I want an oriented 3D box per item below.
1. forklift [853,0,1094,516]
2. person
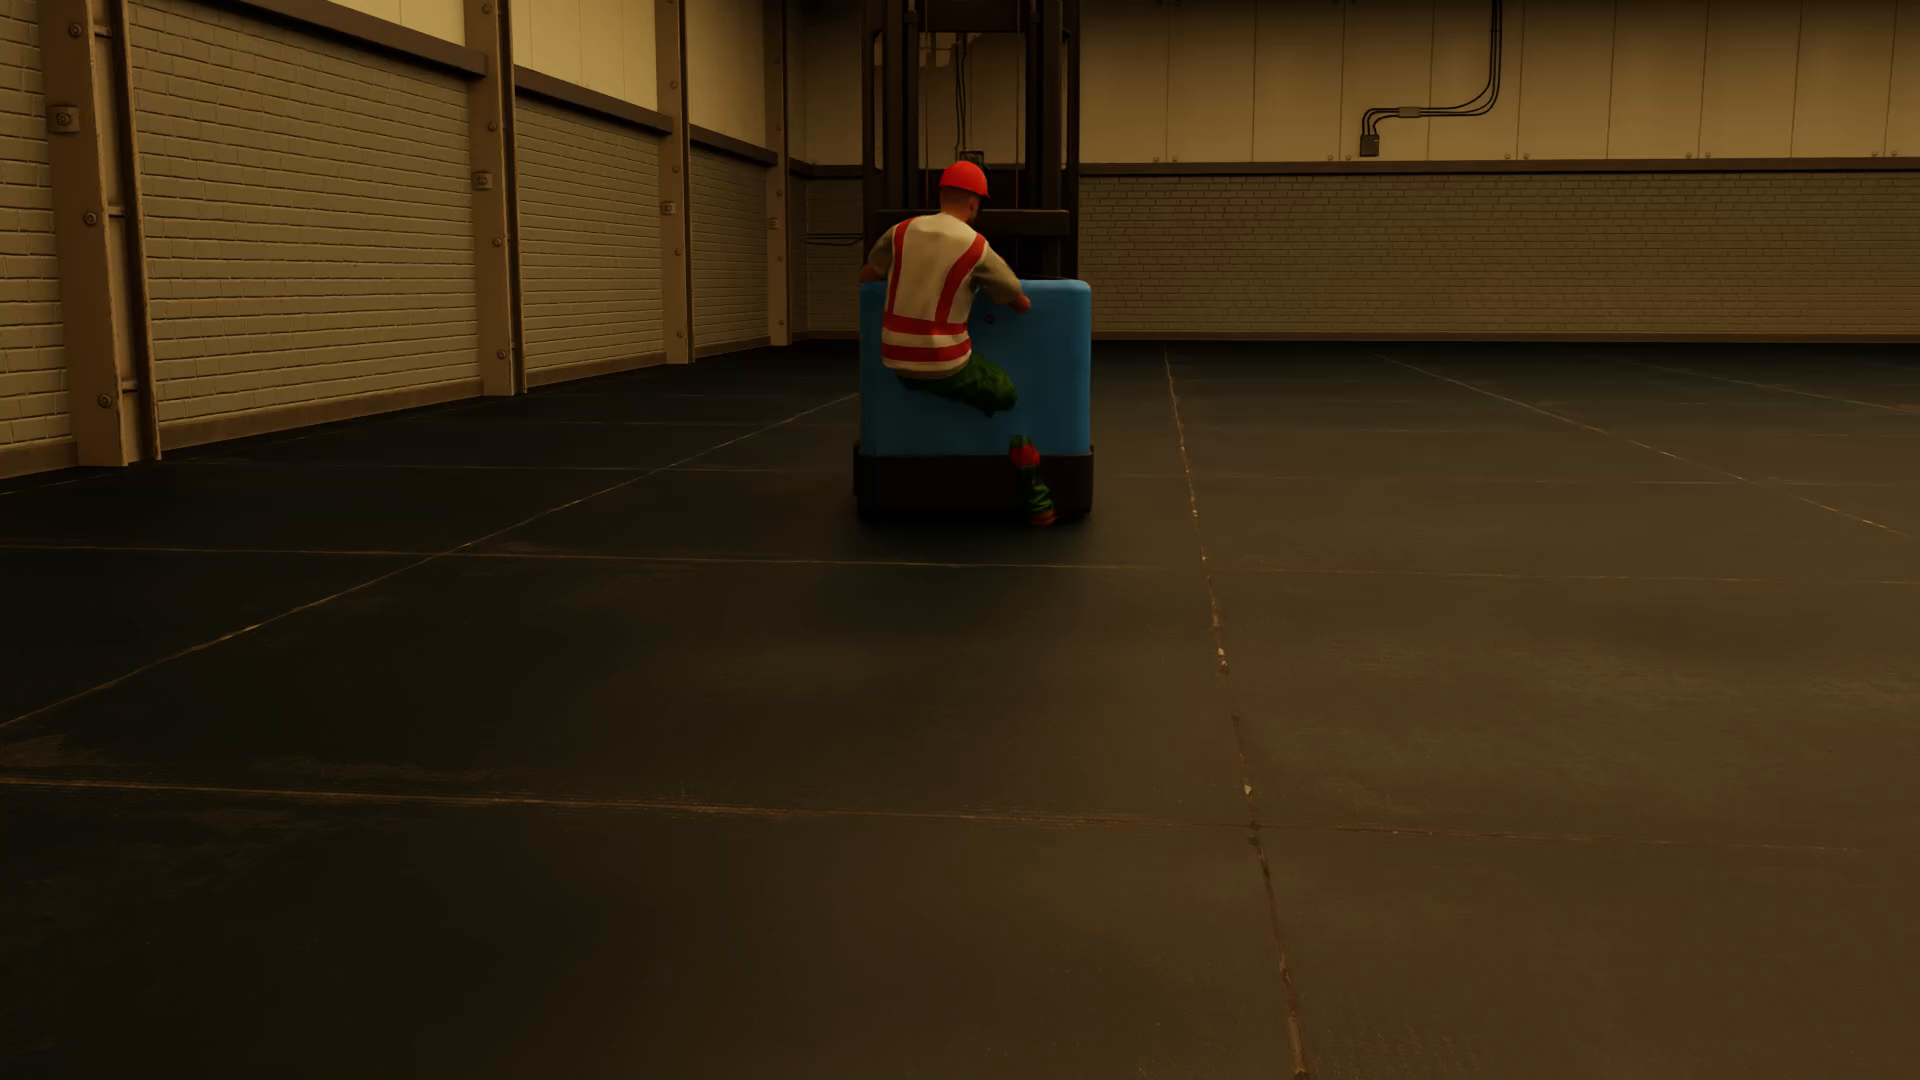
[{"bbox_3d":[0.050,-1.747,8.631,1.130,2.935,3.031,0,9,-1],"label":"forklift"},{"bbox_3d":[0.010,-0.863,7.394,0.902,1.585,0.789,4,10,23],"label":"person"}]
